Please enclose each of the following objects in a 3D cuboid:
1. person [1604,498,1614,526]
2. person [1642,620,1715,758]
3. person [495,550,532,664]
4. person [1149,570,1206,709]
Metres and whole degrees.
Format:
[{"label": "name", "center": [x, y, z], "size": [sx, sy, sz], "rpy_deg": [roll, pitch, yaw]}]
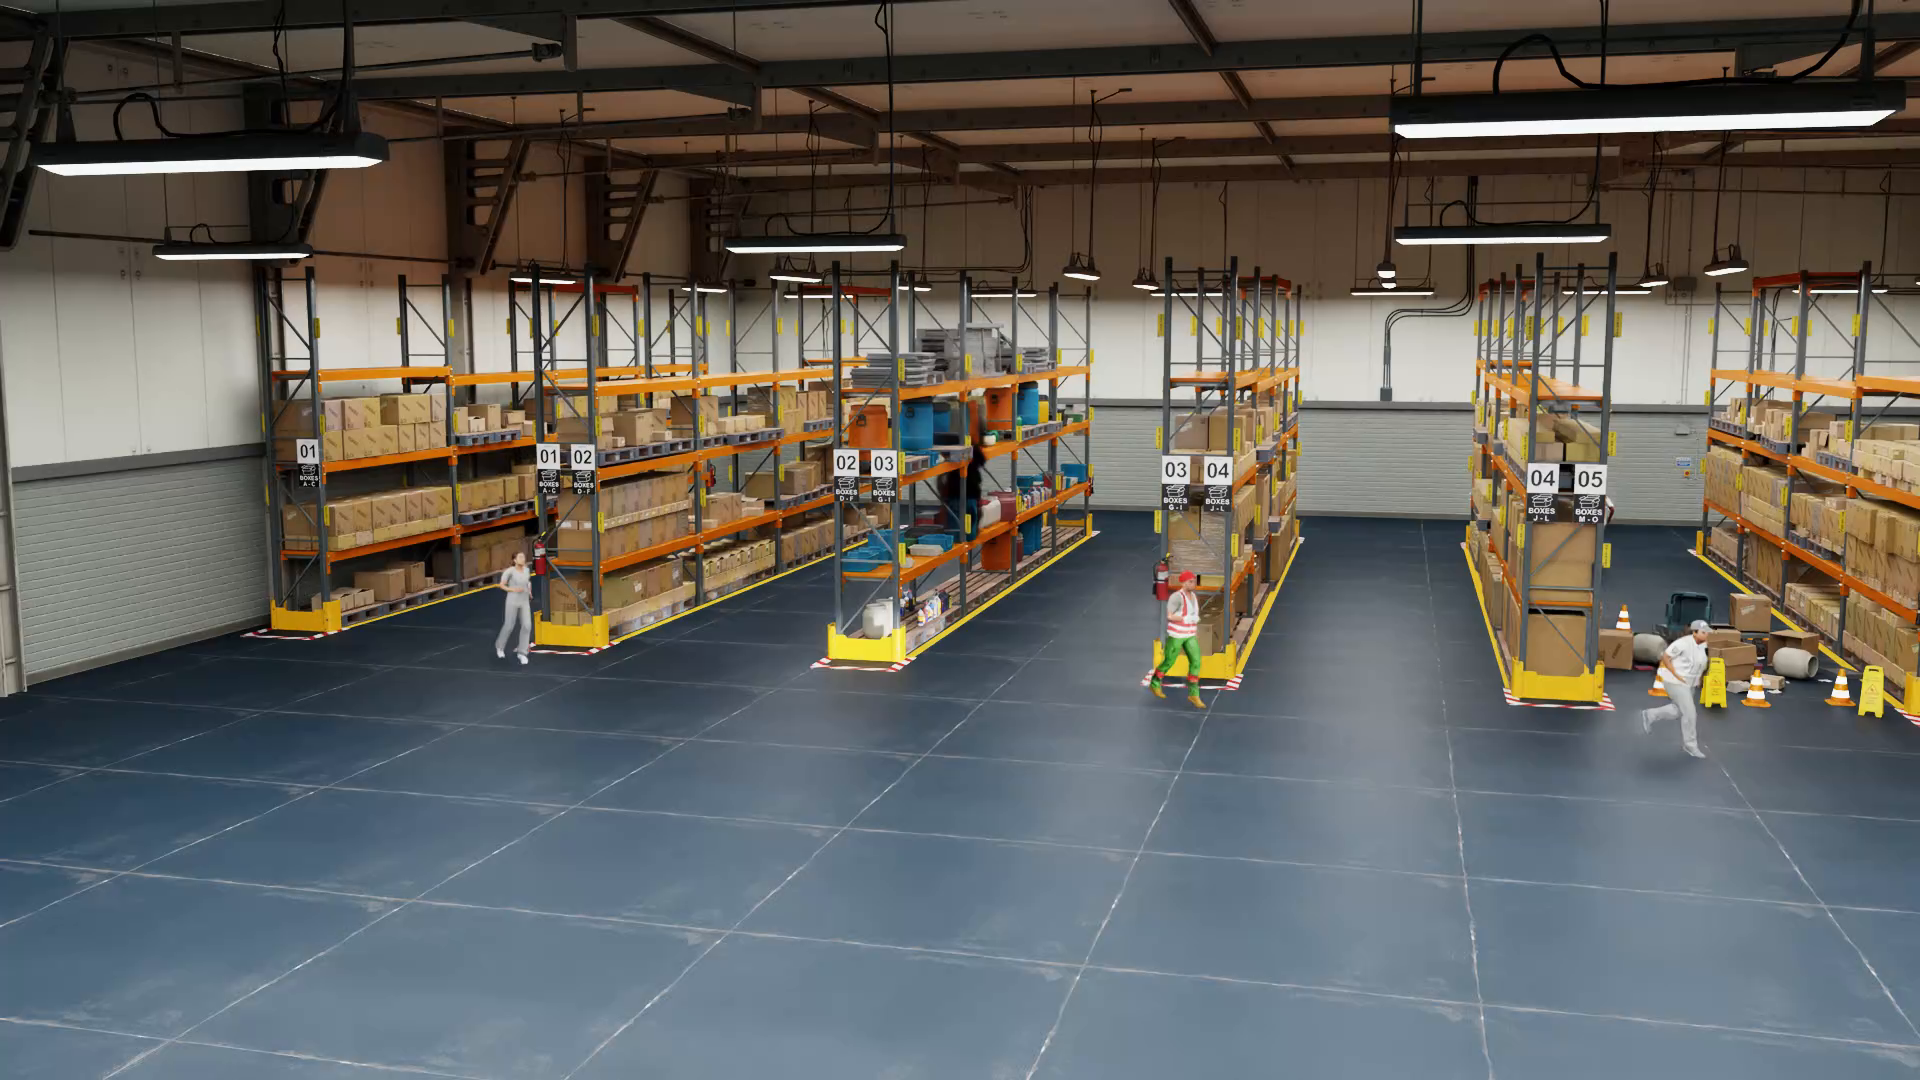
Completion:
[{"label": "person", "center": [13.422, -0.310, 35.157], "size": [0.666, 1.775, 1.141], "rpy_deg": [1, 7, 11]}, {"label": "person", "center": [8.518, 1.730, 19.786], "size": [0.613, 1.652, 0.891], "rpy_deg": [-4, 8, -29]}, {"label": "person", "center": [-6.673, 0.981, 25.099], "size": [0.599, 1.675, 0.896], "rpy_deg": [-7, 10, -42]}, {"label": "person", "center": [2.941, 1.299, 22.208], "size": [0.603, 1.821, 0.896], "rpy_deg": [-5, 9, -36]}]
